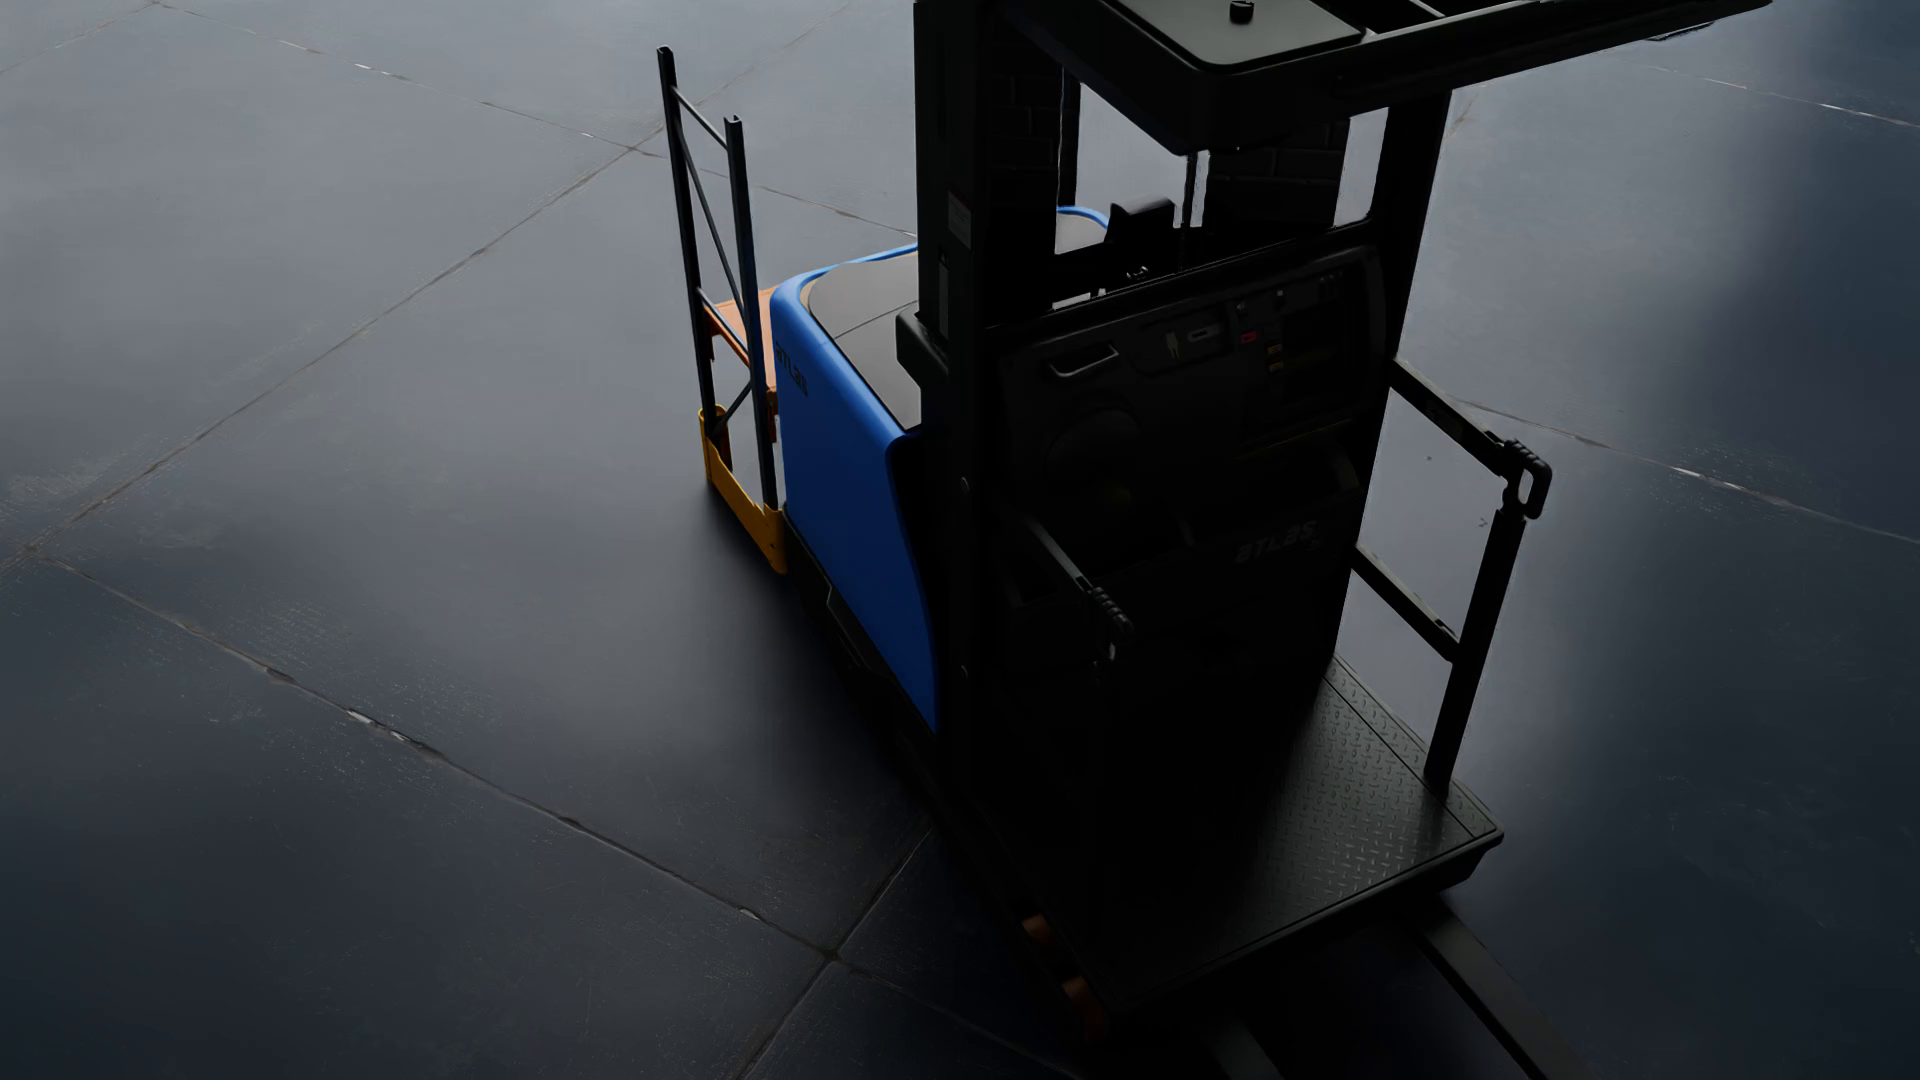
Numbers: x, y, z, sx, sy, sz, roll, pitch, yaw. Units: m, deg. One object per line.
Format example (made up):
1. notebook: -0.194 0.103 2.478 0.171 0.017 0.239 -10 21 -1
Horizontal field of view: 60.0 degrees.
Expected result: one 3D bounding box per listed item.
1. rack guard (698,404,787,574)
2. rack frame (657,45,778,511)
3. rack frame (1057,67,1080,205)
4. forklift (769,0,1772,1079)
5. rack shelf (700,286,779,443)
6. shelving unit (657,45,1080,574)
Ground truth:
1. rack guard: -0.667 -0.167 5.250 0.087 0.250 0.587 -21 45 -22
2. rack frame: -0.684 -0.629 4.830 0.032 1.500 0.500 -21 45 -22
3. rack frame: 0.200 -0.961 5.207 0.032 1.500 0.500 -21 45 -22
4. forklift: 0.598 -0.259 3.326 1.130 2.935 3.031 -19 45 -20
5. rack shelf: -0.242 -0.660 5.137 1.000 0.185 0.538 -21 45 -22
6. shelving unit: -0.234 -0.798 5.022 1.083 1.500 0.587 -21 45 -22
